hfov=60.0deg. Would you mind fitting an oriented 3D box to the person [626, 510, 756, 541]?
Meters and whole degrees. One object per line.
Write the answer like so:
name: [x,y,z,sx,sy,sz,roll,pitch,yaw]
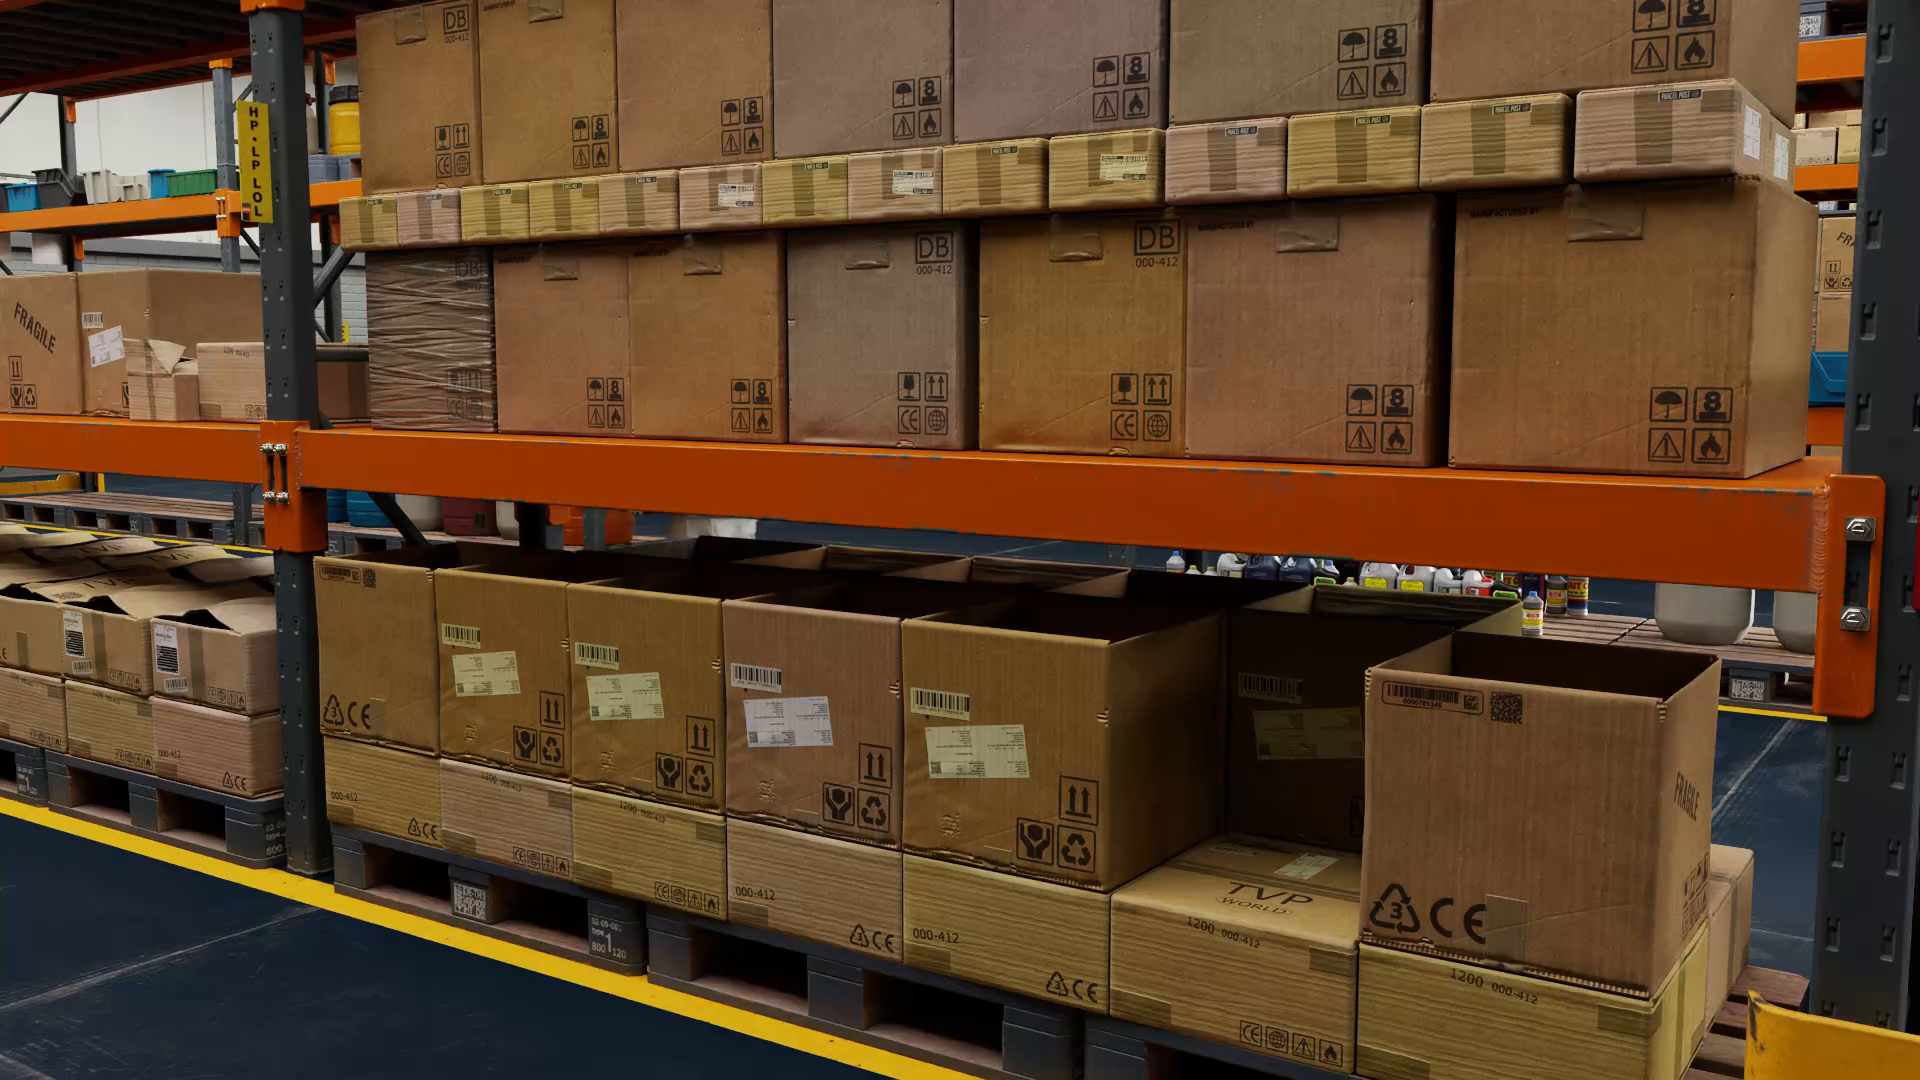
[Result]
person: [-1.059,-0.104,6.570,0.551,1.787,0.495,4,7,32]
